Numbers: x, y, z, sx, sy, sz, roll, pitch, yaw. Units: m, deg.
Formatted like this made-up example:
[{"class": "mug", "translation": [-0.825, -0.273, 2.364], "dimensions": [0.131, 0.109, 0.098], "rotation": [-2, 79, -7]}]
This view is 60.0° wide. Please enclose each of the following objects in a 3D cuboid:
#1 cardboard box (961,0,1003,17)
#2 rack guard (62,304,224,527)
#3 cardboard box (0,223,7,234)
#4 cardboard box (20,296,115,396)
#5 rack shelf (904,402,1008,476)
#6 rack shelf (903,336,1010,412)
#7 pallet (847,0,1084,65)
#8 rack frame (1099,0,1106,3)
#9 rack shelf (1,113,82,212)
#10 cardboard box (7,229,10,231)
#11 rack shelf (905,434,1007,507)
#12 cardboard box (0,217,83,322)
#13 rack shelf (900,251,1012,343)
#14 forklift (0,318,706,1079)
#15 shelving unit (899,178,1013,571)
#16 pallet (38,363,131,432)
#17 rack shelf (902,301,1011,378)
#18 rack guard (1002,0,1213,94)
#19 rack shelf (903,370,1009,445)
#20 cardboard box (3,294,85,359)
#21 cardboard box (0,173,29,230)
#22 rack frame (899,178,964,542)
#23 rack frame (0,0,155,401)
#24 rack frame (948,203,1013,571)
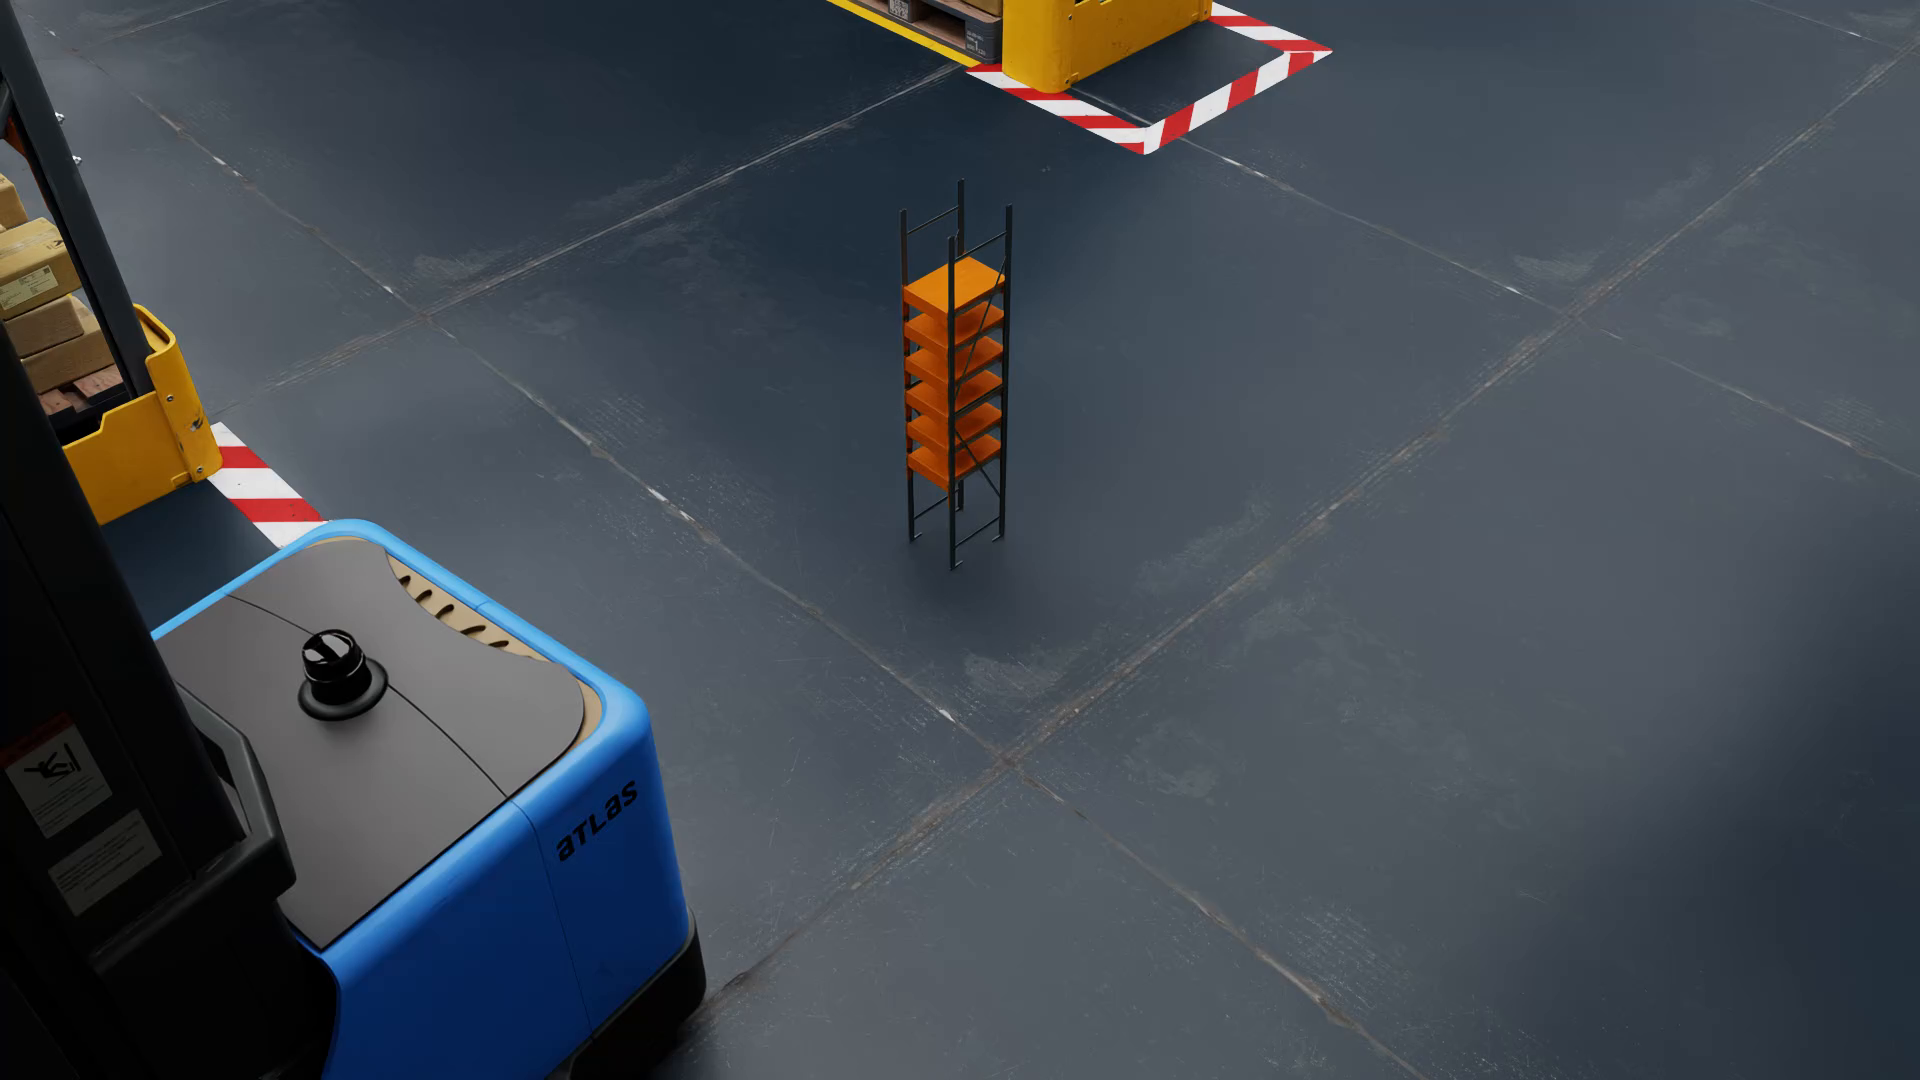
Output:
[{"class": "cardboard box", "translation": [0.174, -3.085, 7.634], "dimensions": [0.875, 0.875, 0.875], "rotation": [-34, 53, -31]}, {"class": "rack guard", "translation": [-2.954, -0.232, 5.132], "dimensions": [1.175, 0.500, 0.348], "rotation": [-34, 53, -31]}, {"class": "cardboard box", "translation": [-3.310, -0.928, 5.397], "dimensions": [0.380, 0.149, 0.250], "rotation": [-33, 52, -31]}, {"class": "cardboard box", "translation": [-3.044, -0.626, 5.508], "dimensions": [0.380, 0.149, 0.250], "rotation": [-33, 52, -31]}, {"class": "rack shelf", "translation": [-0.010, -0.327, 4.962], "dimensions": [0.258, 0.103, 0.180], "rotation": [-34, 53, -31]}, {"class": "rack shelf", "translation": [-0.010, -0.503, 4.799], "dimensions": [0.258, 0.103, 0.180], "rotation": [-34, 53, -31]}, {"class": "pallet", "translation": [0.062, -2.764, 8.086], "dimensions": [1.003, 0.211, 1.213], "rotation": [-34, 53, -31]}, {"class": "rack frame", "translation": [0.682, -3.442, 6.764], "dimensions": [1.000, 3.000, 0.127], "rotation": [-34, 53, -31]}, {"class": "rack shelf", "translation": [-4.313, -1.810, 5.529], "dimensions": [1.077, 0.370, 4.000], "rotation": [-34, 53, -31]}, {"class": "cardboard box", "translation": [-3.582, -1.113, 5.817], "dimensions": [0.380, 0.149, 0.250], "rotation": [-32, 52, -30]}, {"class": "rack shelf", "translation": [-0.010, -0.239, 5.043], "dimensions": [0.258, 0.103, 0.180], "rotation": [-34, 53, -31]}, {"class": "cardboard box", "translation": [-3.030, -0.853, 5.316], "dimensions": [0.250, 0.149, 0.380], "rotation": [32, 51, 30]}, {"class": "rack shelf", "translation": [-0.010, -0.679, 4.636], "dimensions": [0.258, 0.103, 0.180], "rotation": [-34, 53, -31]}, {"class": "forklift", "translation": [-1.907, 0.629, 2.409], "dimensions": [1.130, 2.935, 3.031], "rotation": [28, 49, 27]}, {"class": "shelving unit", "translation": [-0.010, -0.448, 4.850], "dimensions": [0.258, 1.200, 0.189], "rotation": [-34, 53, -31]}, {"class": "pallet", "translation": [-3.503, -0.533, 5.671], "dimensions": [1.003, 0.211, 1.213], "rotation": [-34, 53, -31]}, {"class": "rack shelf", "translation": [-0.010, -0.591, 4.718], "dimensions": [0.258, 0.103, 0.180], "rotation": [-34, 53, -31]}, {"class": "rack guard", "translation": [0.699, -2.512, 7.600], "dimensions": [1.175, 0.500, 0.348], "rotation": [-34, 53, -31]}, {"class": "rack shelf", "translation": [-0.010, -0.415, 4.880], "dimensions": [0.258, 0.103, 0.180], "rotation": [-34, 53, -31]}, {"class": "cardboard box", "translation": [-3.089, -0.704, 5.374], "dimensions": [0.380, 0.149, 0.250], "rotation": [-32, 51, -30]}, {"class": "cardboard box", "translation": [-3.397, -1.111, 5.595], "dimensions": [0.250, 0.149, 0.380], "rotation": [34, 53, 31]}, {"class": "rack frame", "translation": [-0.075, -0.492, 4.898], "dimensions": [0.240, 1.200, 0.006], "rotation": [-34, 53, -31]}, {"class": "rack frame", "translation": [-2.901, -1.113, 4.244], "dimensions": [1.000, 3.000, 0.127], "rotation": [-34, 53, -31]}, {"class": "rack frame", "translation": [0.054, -0.404, 4.803], "dimensions": [0.240, 1.200, 0.006], "rotation": [-34, 53, -31]}]
